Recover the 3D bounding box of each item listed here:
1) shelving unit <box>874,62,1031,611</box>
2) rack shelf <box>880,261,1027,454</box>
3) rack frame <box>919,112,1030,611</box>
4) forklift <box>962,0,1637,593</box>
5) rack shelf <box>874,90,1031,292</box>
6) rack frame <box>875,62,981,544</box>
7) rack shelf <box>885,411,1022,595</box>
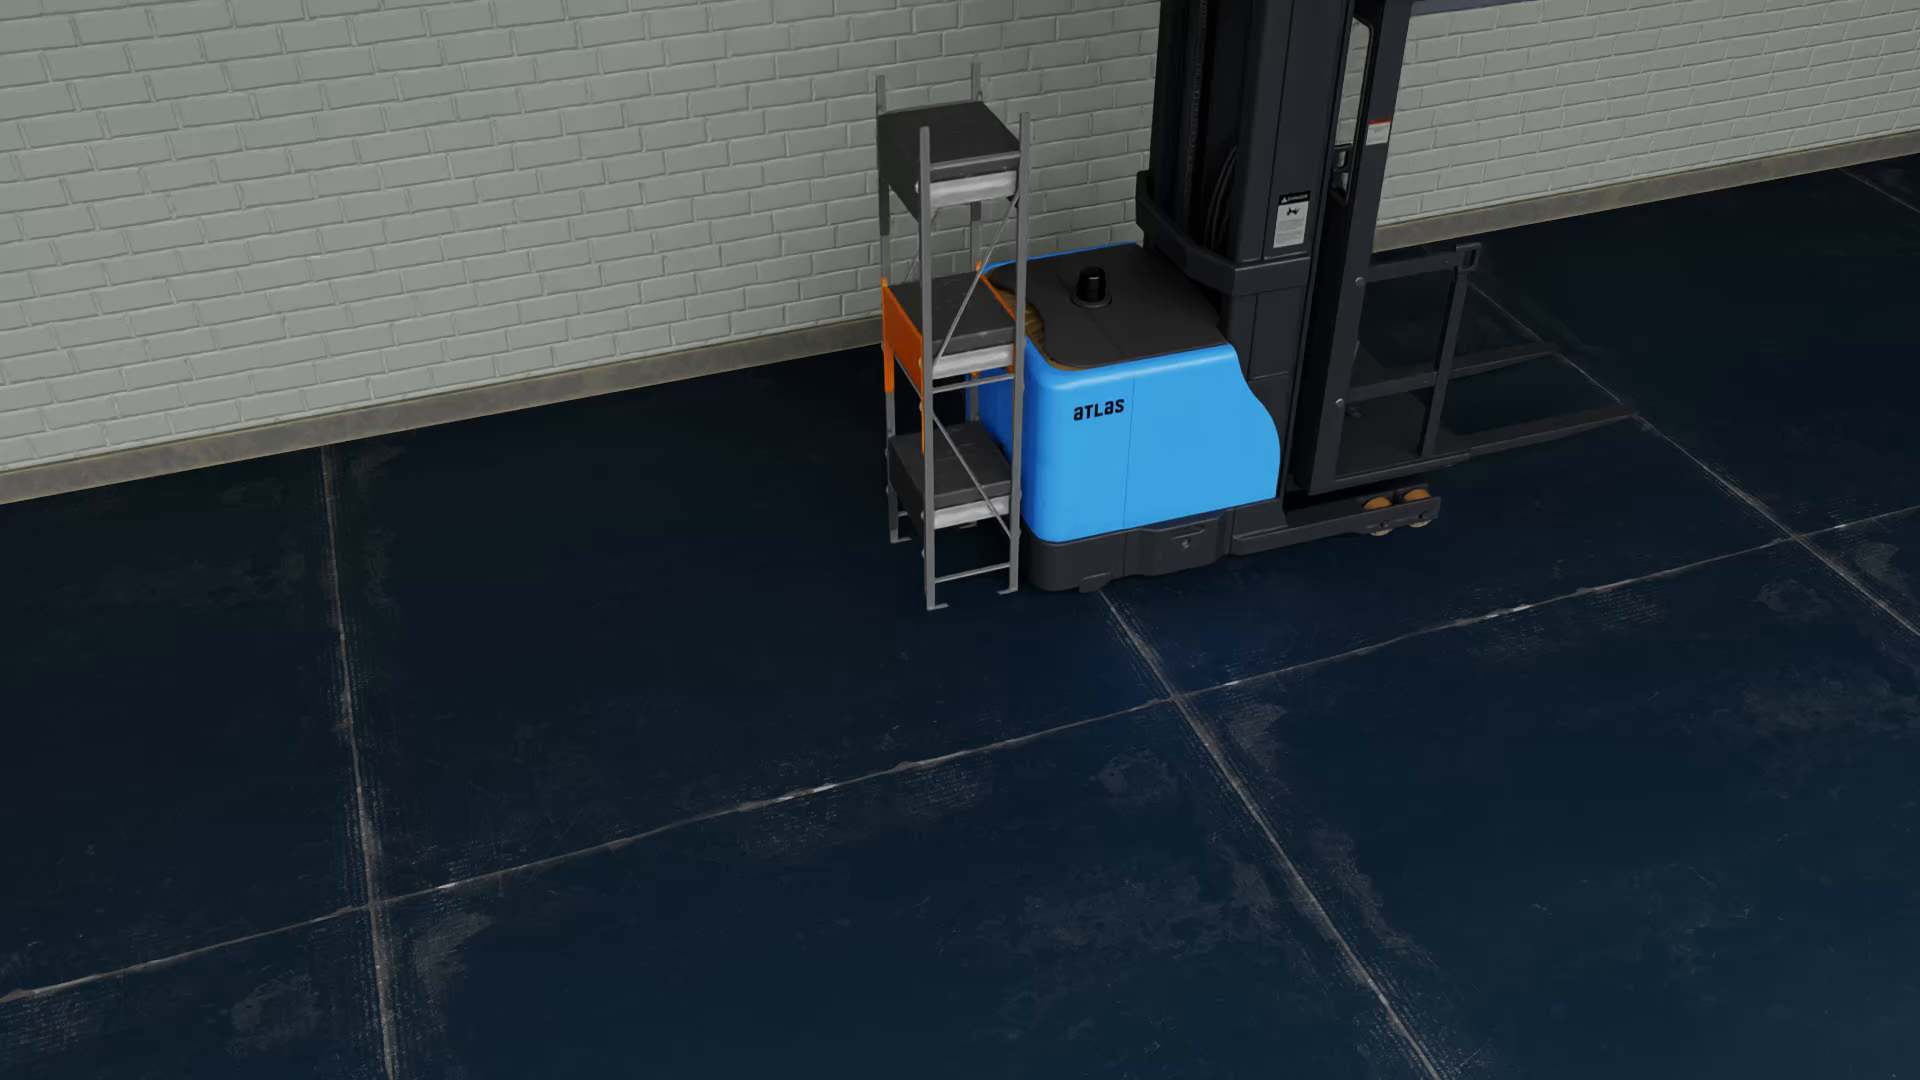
[{"bbox_3d":[-0.032,-0.727,6.470,0.431,2.100,0.503,-12,39,-16],"label":"shelving unit"},{"bbox_3d":[-0.032,-0.716,6.478,0.431,0.518,0.480,-12,39,-16],"label":"rack shelf"},{"bbox_3d":[0.051,-0.589,6.287,0.400,2.100,0.015,-12,39,-16],"label":"rack frame"},{"bbox_3d":[1.584,-1.478,6.776,3.031,2.935,1.130,-12,39,-15],"label":"forklift"},{"bbox_3d":[-0.032,-1.275,6.057,0.431,0.518,0.480,-12,39,-16],"label":"rack shelf"},{"bbox_3d":[-0.114,-0.865,6.653,0.400,2.100,0.015,-12,39,-16],"label":"rack frame"},{"bbox_3d":[-0.032,-0.157,6.899,0.431,0.518,0.480,-12,39,-16],"label":"rack shelf"}]
